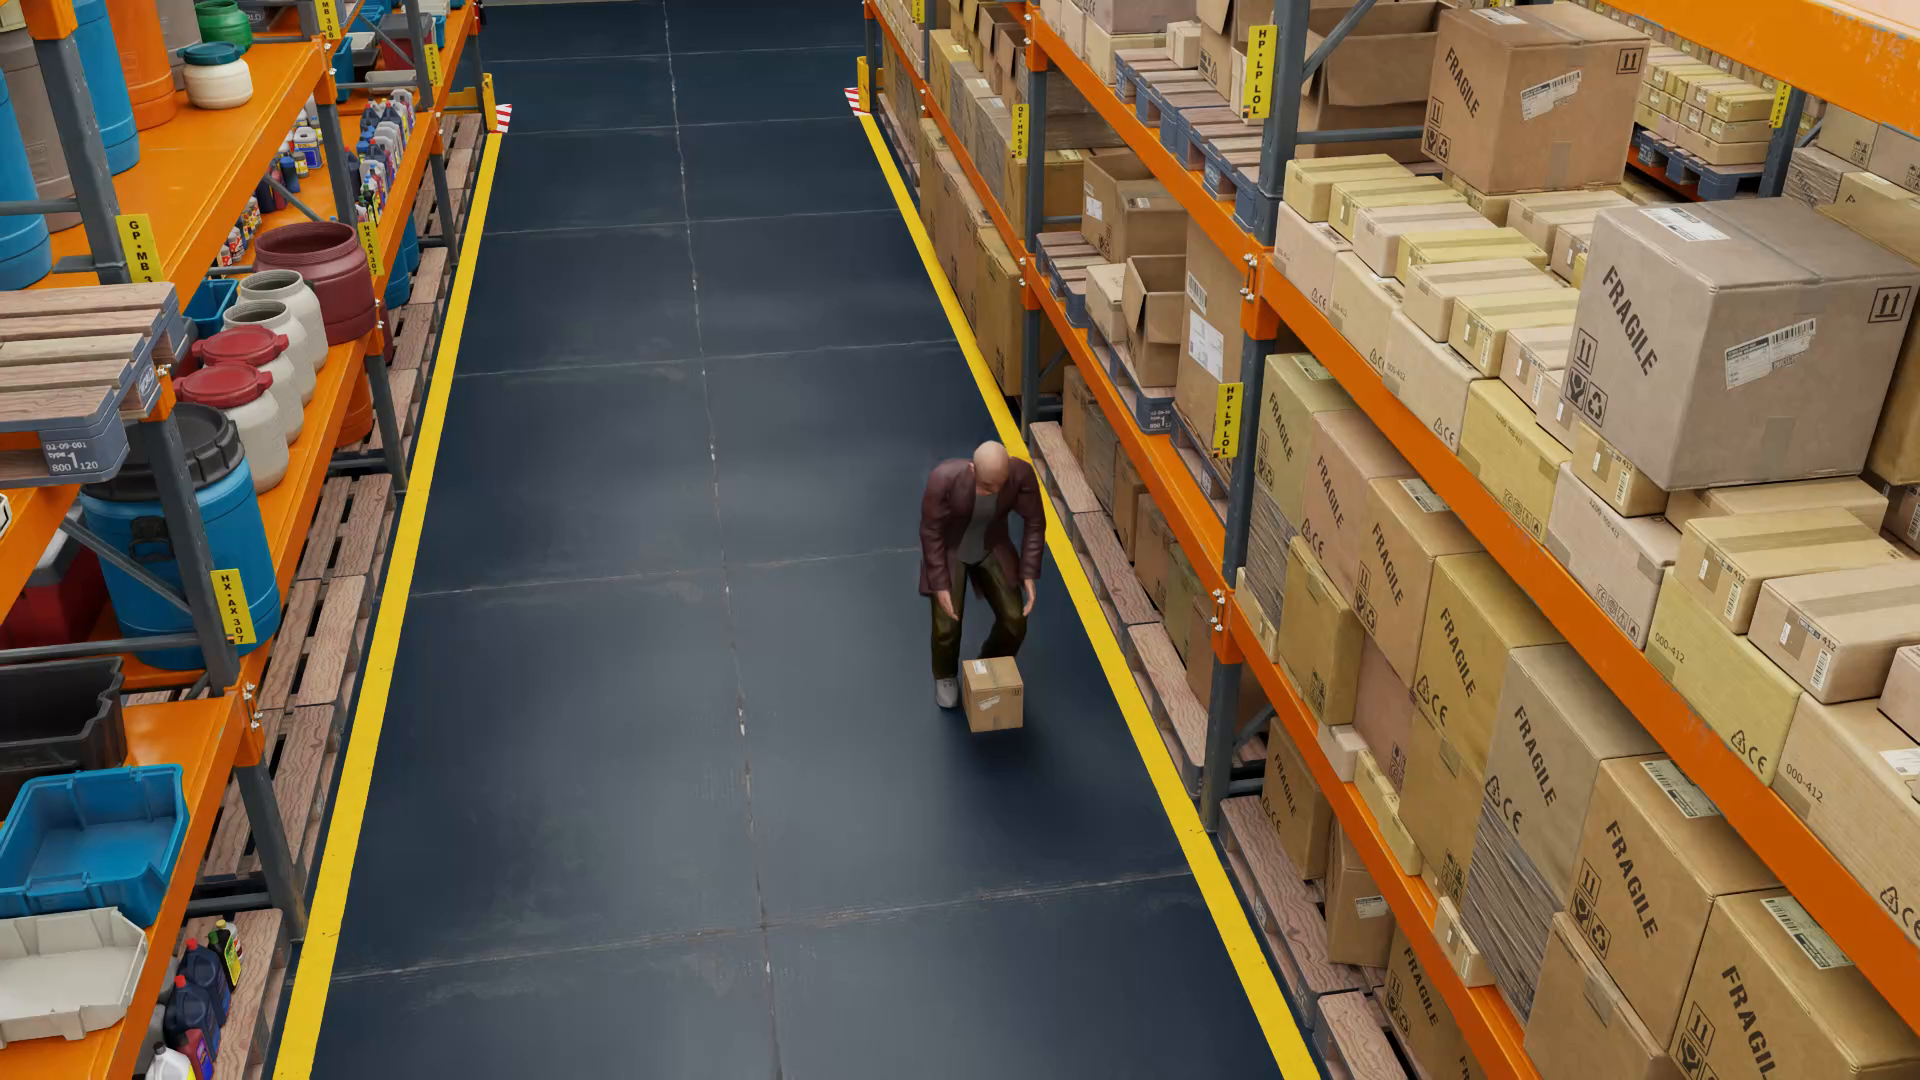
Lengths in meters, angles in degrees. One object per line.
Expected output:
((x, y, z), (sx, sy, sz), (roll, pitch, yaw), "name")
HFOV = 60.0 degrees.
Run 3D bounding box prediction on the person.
((0.099, 0.112, 8.209), (0.628, 1.538, 0.635), (-5, 31, -9), "person")
